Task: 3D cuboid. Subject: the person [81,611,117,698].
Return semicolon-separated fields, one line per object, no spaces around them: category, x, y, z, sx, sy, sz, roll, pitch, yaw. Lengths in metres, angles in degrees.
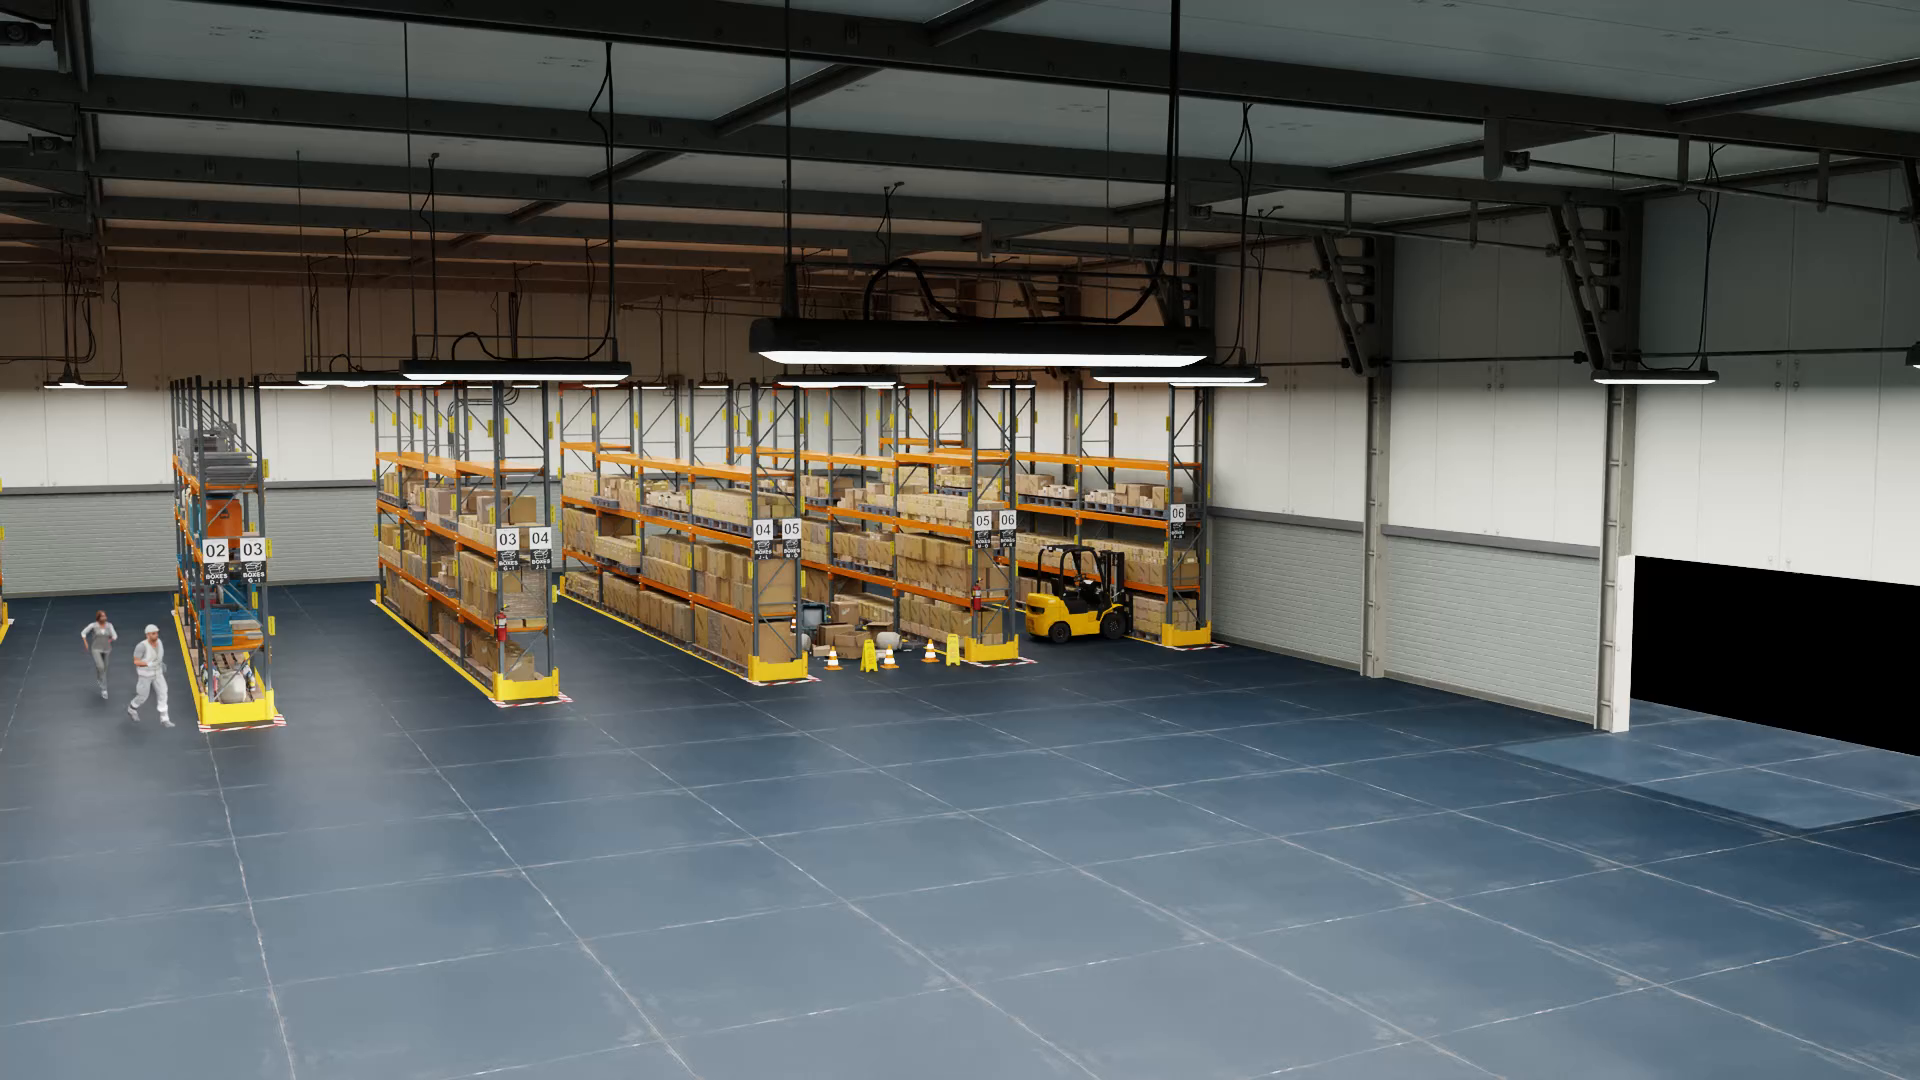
person;-16.246;2.130;31.419;0.571;1.621;0.869;-5;7;-42

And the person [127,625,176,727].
person;-13.833;2.301;28.340;1.048;1.756;0.642;3;6;30
